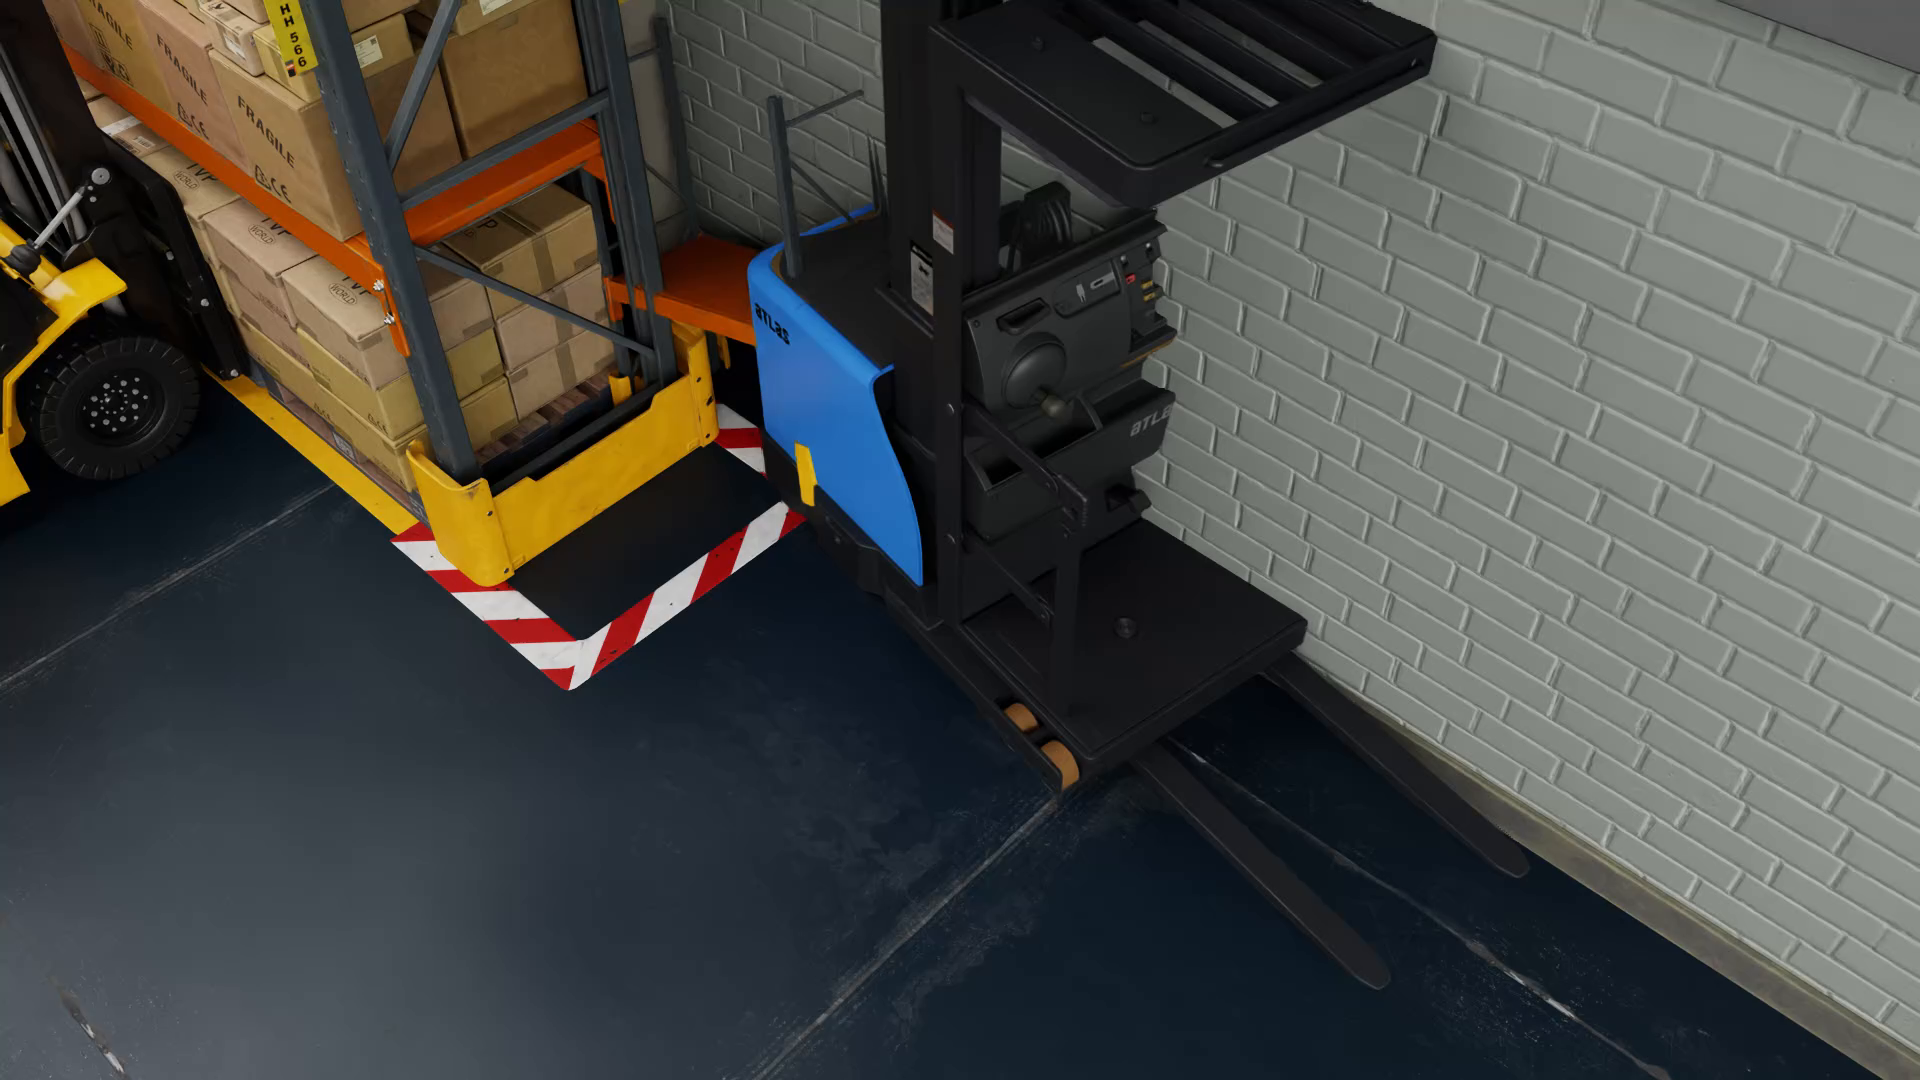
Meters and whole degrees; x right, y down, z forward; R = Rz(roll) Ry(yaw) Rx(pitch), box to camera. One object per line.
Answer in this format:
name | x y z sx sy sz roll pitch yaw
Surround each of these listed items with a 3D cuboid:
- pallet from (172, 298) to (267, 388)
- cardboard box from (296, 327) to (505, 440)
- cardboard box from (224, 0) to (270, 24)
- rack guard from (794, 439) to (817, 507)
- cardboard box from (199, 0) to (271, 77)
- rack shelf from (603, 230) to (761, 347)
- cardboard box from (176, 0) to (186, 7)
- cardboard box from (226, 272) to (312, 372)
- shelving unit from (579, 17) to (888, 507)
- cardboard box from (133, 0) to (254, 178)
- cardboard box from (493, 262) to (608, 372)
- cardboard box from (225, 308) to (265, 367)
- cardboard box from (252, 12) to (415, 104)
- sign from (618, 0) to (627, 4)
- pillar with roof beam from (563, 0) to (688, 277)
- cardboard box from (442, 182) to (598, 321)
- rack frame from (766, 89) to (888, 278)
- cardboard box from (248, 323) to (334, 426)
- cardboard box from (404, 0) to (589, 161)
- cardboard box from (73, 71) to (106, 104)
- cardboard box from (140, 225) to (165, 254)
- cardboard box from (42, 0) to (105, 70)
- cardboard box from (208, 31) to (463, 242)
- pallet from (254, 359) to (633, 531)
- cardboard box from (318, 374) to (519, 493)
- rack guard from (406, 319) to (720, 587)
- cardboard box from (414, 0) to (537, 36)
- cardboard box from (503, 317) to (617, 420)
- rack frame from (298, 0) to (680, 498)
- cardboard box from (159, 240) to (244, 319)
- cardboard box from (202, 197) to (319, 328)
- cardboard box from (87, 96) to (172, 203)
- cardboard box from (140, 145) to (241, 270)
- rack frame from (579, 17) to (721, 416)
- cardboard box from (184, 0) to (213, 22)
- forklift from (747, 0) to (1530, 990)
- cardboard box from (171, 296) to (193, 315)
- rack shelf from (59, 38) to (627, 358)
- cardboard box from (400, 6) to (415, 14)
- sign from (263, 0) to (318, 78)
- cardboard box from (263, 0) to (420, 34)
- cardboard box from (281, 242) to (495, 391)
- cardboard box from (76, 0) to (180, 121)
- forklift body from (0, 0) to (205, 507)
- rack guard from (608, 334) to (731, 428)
pallet | -2.958 -1.250 7.278 1.213 0.211 1.003 34 55 28
cardboard box | -2.045 -0.692 6.097 0.500 0.250 0.500 33 55 27
cardboard box | -2.084 -1.773 5.139 0.250 0.149 0.380 34 55 28
rack guard | -0.382 -0.369 6.190 0.087 0.250 0.587 21 40 33
cardboard box | -2.128 -1.633 5.212 0.250 0.149 0.380 35 56 28
rack shelf | -0.793 -0.886 6.214 1.000 0.185 0.538 21 40 33
cardboard box | -2.452 -1.923 5.484 0.250 0.149 0.380 34 55 27
cardboard box | -2.407 -0.946 6.336 0.500 0.250 0.500 33 55 27
shelving unit | -0.811 -1.039 6.121 1.083 1.500 0.587 21 40 33
cardboard box | -2.390 -1.644 5.667 0.500 0.500 0.500 36 56 29
cardboard box | -1.680 -0.963 6.351 0.500 0.250 0.500 35 56 28
cardboard box | -2.756 -1.014 6.743 0.500 0.250 0.500 35 56 28
cardboard box | -1.920 -1.523 5.109 0.250 0.149 0.380 35 56 28
sign | -1.095 -1.863 5.294 0.005 0.325 0.100 34 55 28
pillar with roof beam | -4.296 -1.820 1.786 0.400 9.000 9.100 34 55 28
cardboard box | -1.700 -1.129 6.165 0.500 0.250 0.500 33 55 27
rack frame | -0.405 -0.886 5.839 0.032 1.500 0.500 21 40 33
cardboard box | -2.394 -0.762 6.506 0.500 0.250 0.500 34 55 28
cardboard box | -1.651 -1.673 5.695 0.500 0.500 0.500 36 56 29
cardboard box | -3.530 -1.862 6.853 0.500 0.250 0.500 36 56 29
cardboard box | -3.165 -1.439 6.799 0.500 0.250 0.500 34 55 28
cardboard box | -3.144 -2.139 6.133 0.500 0.500 0.500 34 56 28
cardboard box | -2.015 -1.382 5.422 0.500 0.500 0.500 33 55 27
pallet | -2.066 -0.646 6.712 1.213 0.211 1.003 34 55 28
cardboard box | -2.035 -0.511 6.270 0.500 0.250 0.500 34 56 28
rack guard | -1.458 -0.378 6.262 0.348 0.500 1.175 34 55 28
cardboard box | -1.549 -1.808 5.377 0.250 0.149 0.380 33 55 27
cardboard box | -1.704 -0.795 6.537 0.500 0.250 0.500 34 56 28
rack frame | -1.476 -1.245 5.362 0.127 3.000 1.000 34 55 28
cardboard box | -2.800 -1.190 6.565 0.500 0.250 0.500 33 55 27
cardboard box | -2.405 -1.100 6.137 0.500 0.250 0.500 35 56 28
cardboard box | -3.150 -1.599 6.606 0.500 0.250 0.500 33 55 27
cardboard box | -2.782 -1.344 6.367 0.500 0.250 0.500 35 56 28
rack frame | -1.203 -1.188 6.393 0.032 1.500 0.500 21 40 33
cardboard box | -2.278 -1.794 5.364 0.250 0.149 0.380 35 56 28
forklift | 0.542 -0.592 4.796 1.130 2.935 3.031 -29 53 -24
cardboard box | -3.153 -1.259 6.972 0.500 0.250 0.500 36 56 29
rack shelf | -2.945 -1.988 6.552 4.000 0.370 1.077 34 55 28
cardboard box | -1.774 -1.896 5.459 0.250 0.149 0.380 34 55 28
sign | -1.854 -1.439 4.587 0.005 0.325 0.100 34 55 28
cardboard box | -1.882 -1.667 5.040 0.250 0.149 0.380 34 55 28
cardboard box | -2.026 -0.851 5.903 0.500 0.250 0.500 36 56 29
cardboard box | -2.767 -1.897 5.905 0.500 0.500 0.500 33 55 27
forklift body | -4.106 -0.915 5.634 1.214 2.155 2.313 34 55 28
rack guard | -1.163 -0.664 6.733 0.087 0.250 0.587 21 40 33
